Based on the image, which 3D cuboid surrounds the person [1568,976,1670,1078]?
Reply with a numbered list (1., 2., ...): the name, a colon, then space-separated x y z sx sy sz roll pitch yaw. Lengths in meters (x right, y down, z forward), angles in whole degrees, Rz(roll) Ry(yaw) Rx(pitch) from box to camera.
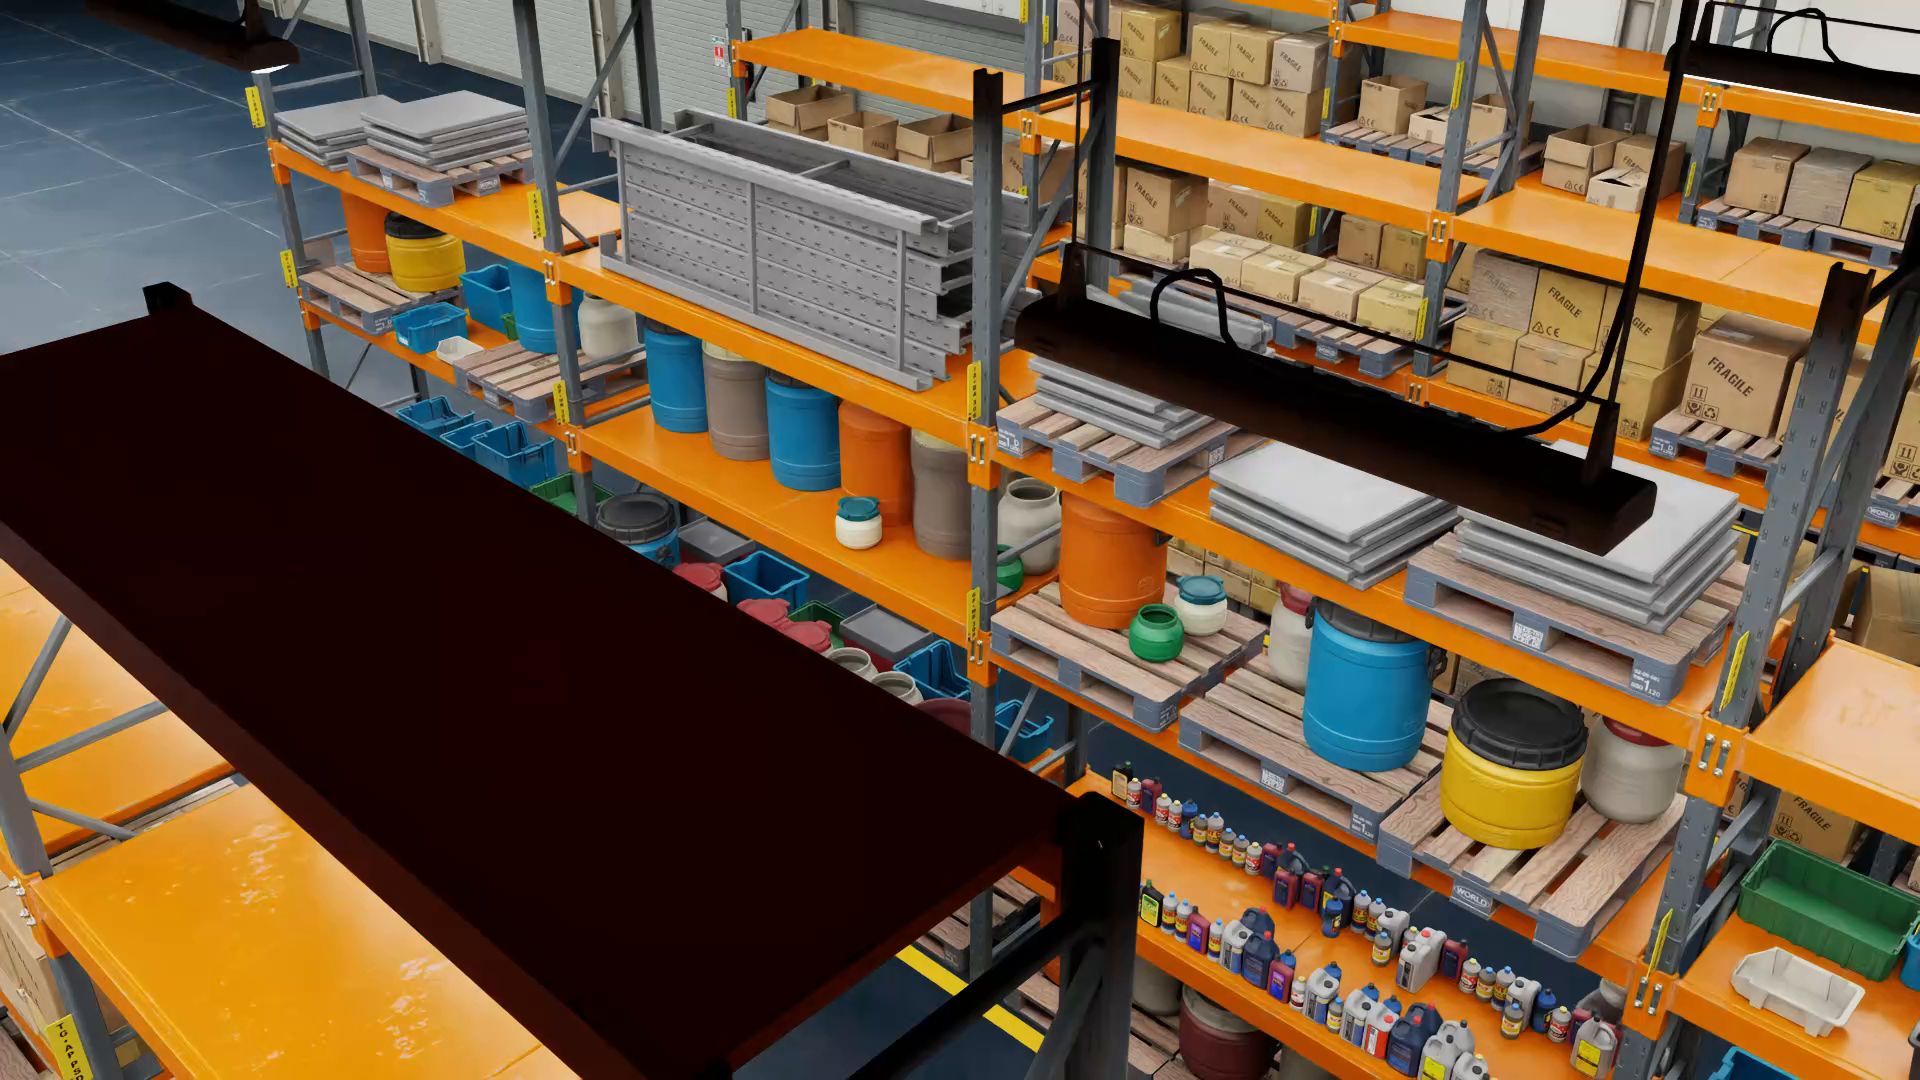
1. person: 3.911 2.597 9.844 0.596 1.705 1.071 -24 37 -36
